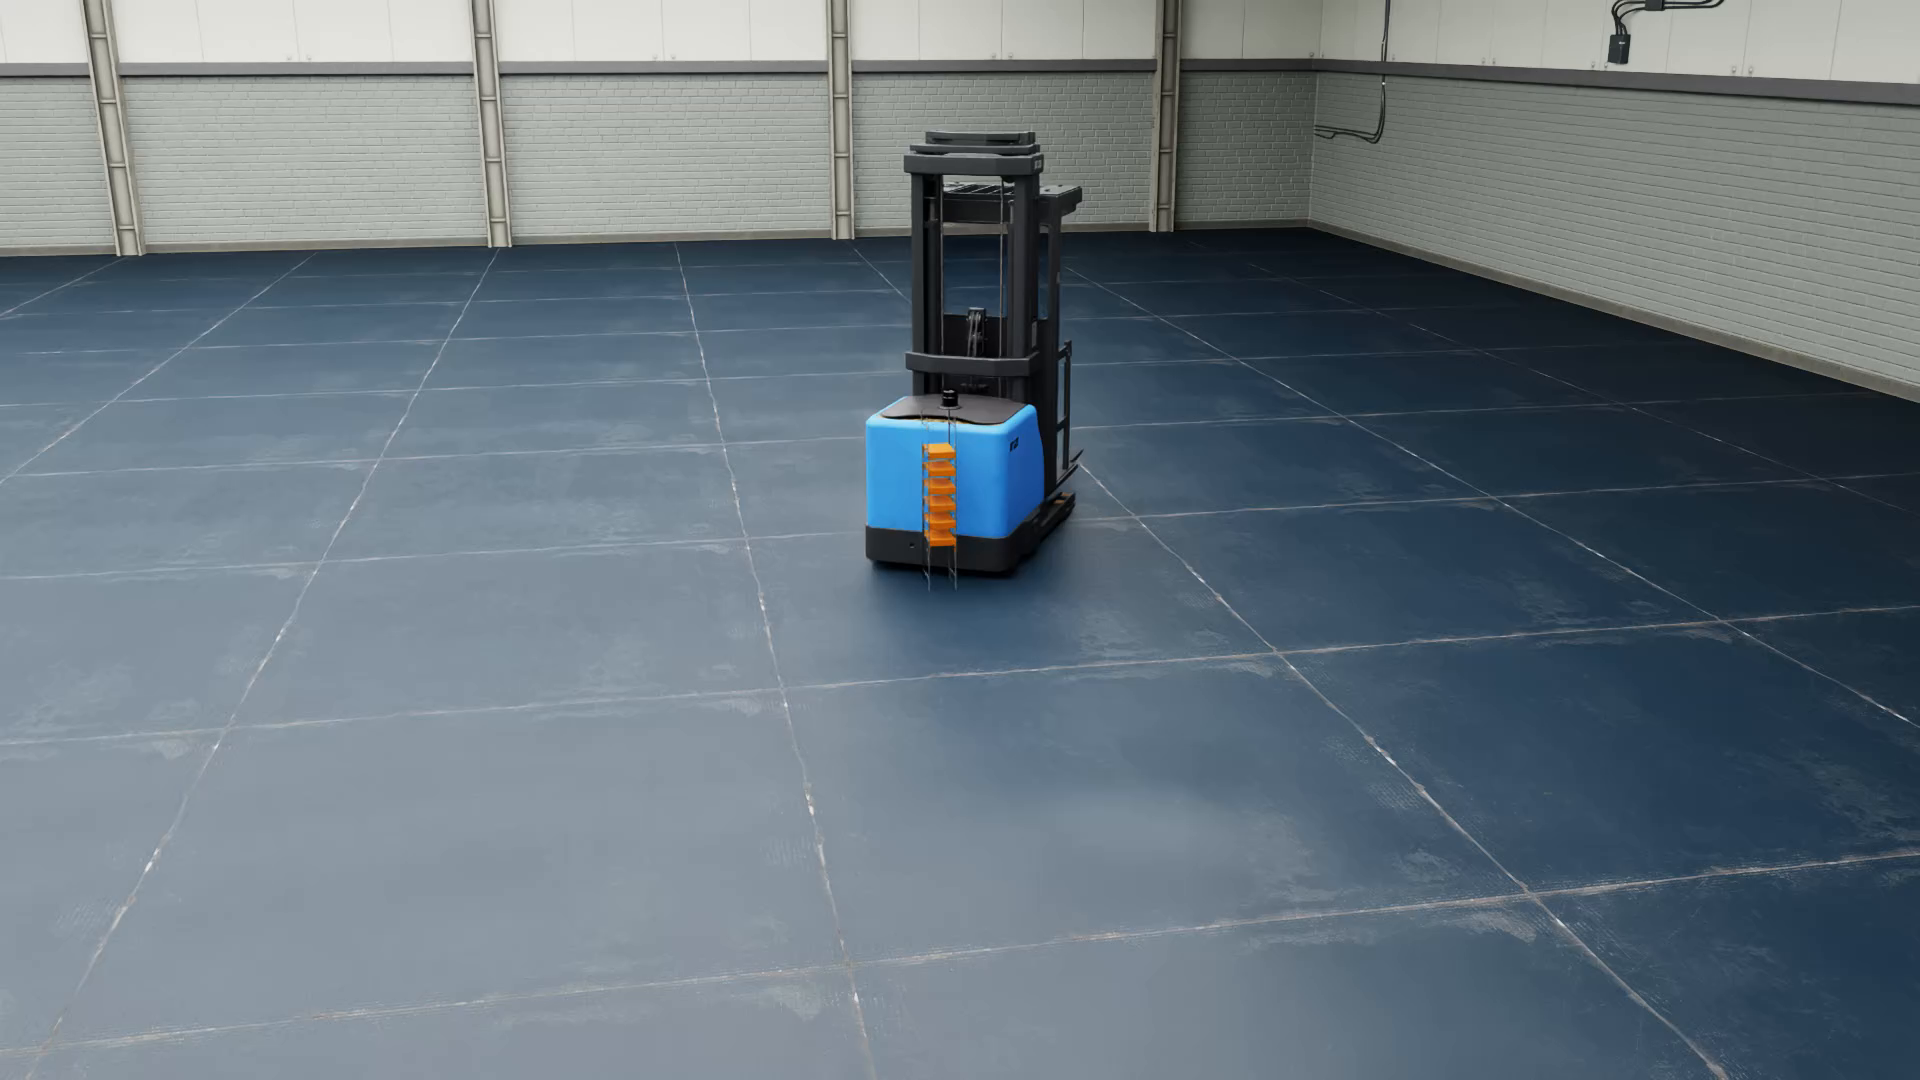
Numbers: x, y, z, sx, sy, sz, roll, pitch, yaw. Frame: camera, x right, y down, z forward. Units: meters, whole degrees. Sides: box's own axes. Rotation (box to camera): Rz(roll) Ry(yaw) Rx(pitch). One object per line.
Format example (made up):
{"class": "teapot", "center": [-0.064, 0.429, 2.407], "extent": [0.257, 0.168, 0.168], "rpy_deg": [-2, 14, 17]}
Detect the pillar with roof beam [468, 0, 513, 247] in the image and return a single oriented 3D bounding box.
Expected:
{"class": "pillar with roof beam", "center": [-7.195, -8.188, 23.644], "extent": [0.400, 9.000, 9.100], "rpy_deg": [-3, 17, -10]}

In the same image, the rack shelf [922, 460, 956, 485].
{"class": "rack shelf", "center": [-0.141, -0.454, 11.077], "extent": [0.180, 0.103, 0.258], "rpy_deg": [-4, 18, -11]}

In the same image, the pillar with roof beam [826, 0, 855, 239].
{"class": "pillar with roof beam", "center": [-1.304, -8.522, 24.732], "extent": [0.400, 9.000, 9.100], "rpy_deg": [-3, 17, -10]}

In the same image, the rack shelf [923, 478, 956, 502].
{"class": "rack shelf", "center": [-0.141, -0.339, 11.113], "extent": [0.180, 0.103, 0.258], "rpy_deg": [-4, 18, -11]}

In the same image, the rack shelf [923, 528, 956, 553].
{"class": "rack shelf", "center": [-0.140, 0.005, 11.220], "extent": [0.180, 0.103, 0.258], "rpy_deg": [-4, 18, -11]}

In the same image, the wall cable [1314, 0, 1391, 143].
{"class": "wall cable", "center": [6.913, -8.396, 29.609], "extent": [0.112, 2.526, 3.097], "rpy_deg": [-3, 17, -10]}

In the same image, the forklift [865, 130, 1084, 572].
{"class": "forklift", "center": [0.268, -1.577, 12.453], "extent": [1.130, 2.935, 3.031], "rpy_deg": [5, 18, 17]}

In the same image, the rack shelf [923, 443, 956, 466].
{"class": "rack shelf", "center": [-0.141, -0.568, 11.042], "extent": [0.180, 0.103, 0.258], "rpy_deg": [-4, 18, -11]}

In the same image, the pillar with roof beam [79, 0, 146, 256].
{"class": "pillar with roof beam", "center": [-13.086, -7.854, 22.555], "extent": [0.400, 9.000, 9.100], "rpy_deg": [-3, 17, -10]}

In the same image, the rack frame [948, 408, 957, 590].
{"class": "rack frame", "center": [-0.051, -0.273, 11.153], "extent": [0.006, 1.200, 0.240], "rpy_deg": [-4, 18, -11]}

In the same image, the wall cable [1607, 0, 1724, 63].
{"class": "wall cable", "center": [8.699, -8.768, 19.741], "extent": [0.169, 6.003, 2.305], "rpy_deg": [-3, 17, -10]}

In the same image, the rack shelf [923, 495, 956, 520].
{"class": "rack shelf", "center": [-0.141, -0.225, 11.149], "extent": [0.180, 0.103, 0.258], "rpy_deg": [-4, 18, -11]}

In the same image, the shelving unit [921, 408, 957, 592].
{"class": "shelving unit", "center": [-0.141, -0.267, 11.135], "extent": [0.189, 1.200, 0.258], "rpy_deg": [-4, 18, -11]}

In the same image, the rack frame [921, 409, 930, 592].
{"class": "rack frame", "center": [-0.230, -0.261, 11.117], "extent": [0.006, 1.200, 0.240], "rpy_deg": [-4, 18, -11]}

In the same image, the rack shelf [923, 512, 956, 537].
{"class": "rack shelf", "center": [-0.141, -0.110, 11.184], "extent": [0.180, 0.103, 0.258], "rpy_deg": [-4, 18, -11]}
